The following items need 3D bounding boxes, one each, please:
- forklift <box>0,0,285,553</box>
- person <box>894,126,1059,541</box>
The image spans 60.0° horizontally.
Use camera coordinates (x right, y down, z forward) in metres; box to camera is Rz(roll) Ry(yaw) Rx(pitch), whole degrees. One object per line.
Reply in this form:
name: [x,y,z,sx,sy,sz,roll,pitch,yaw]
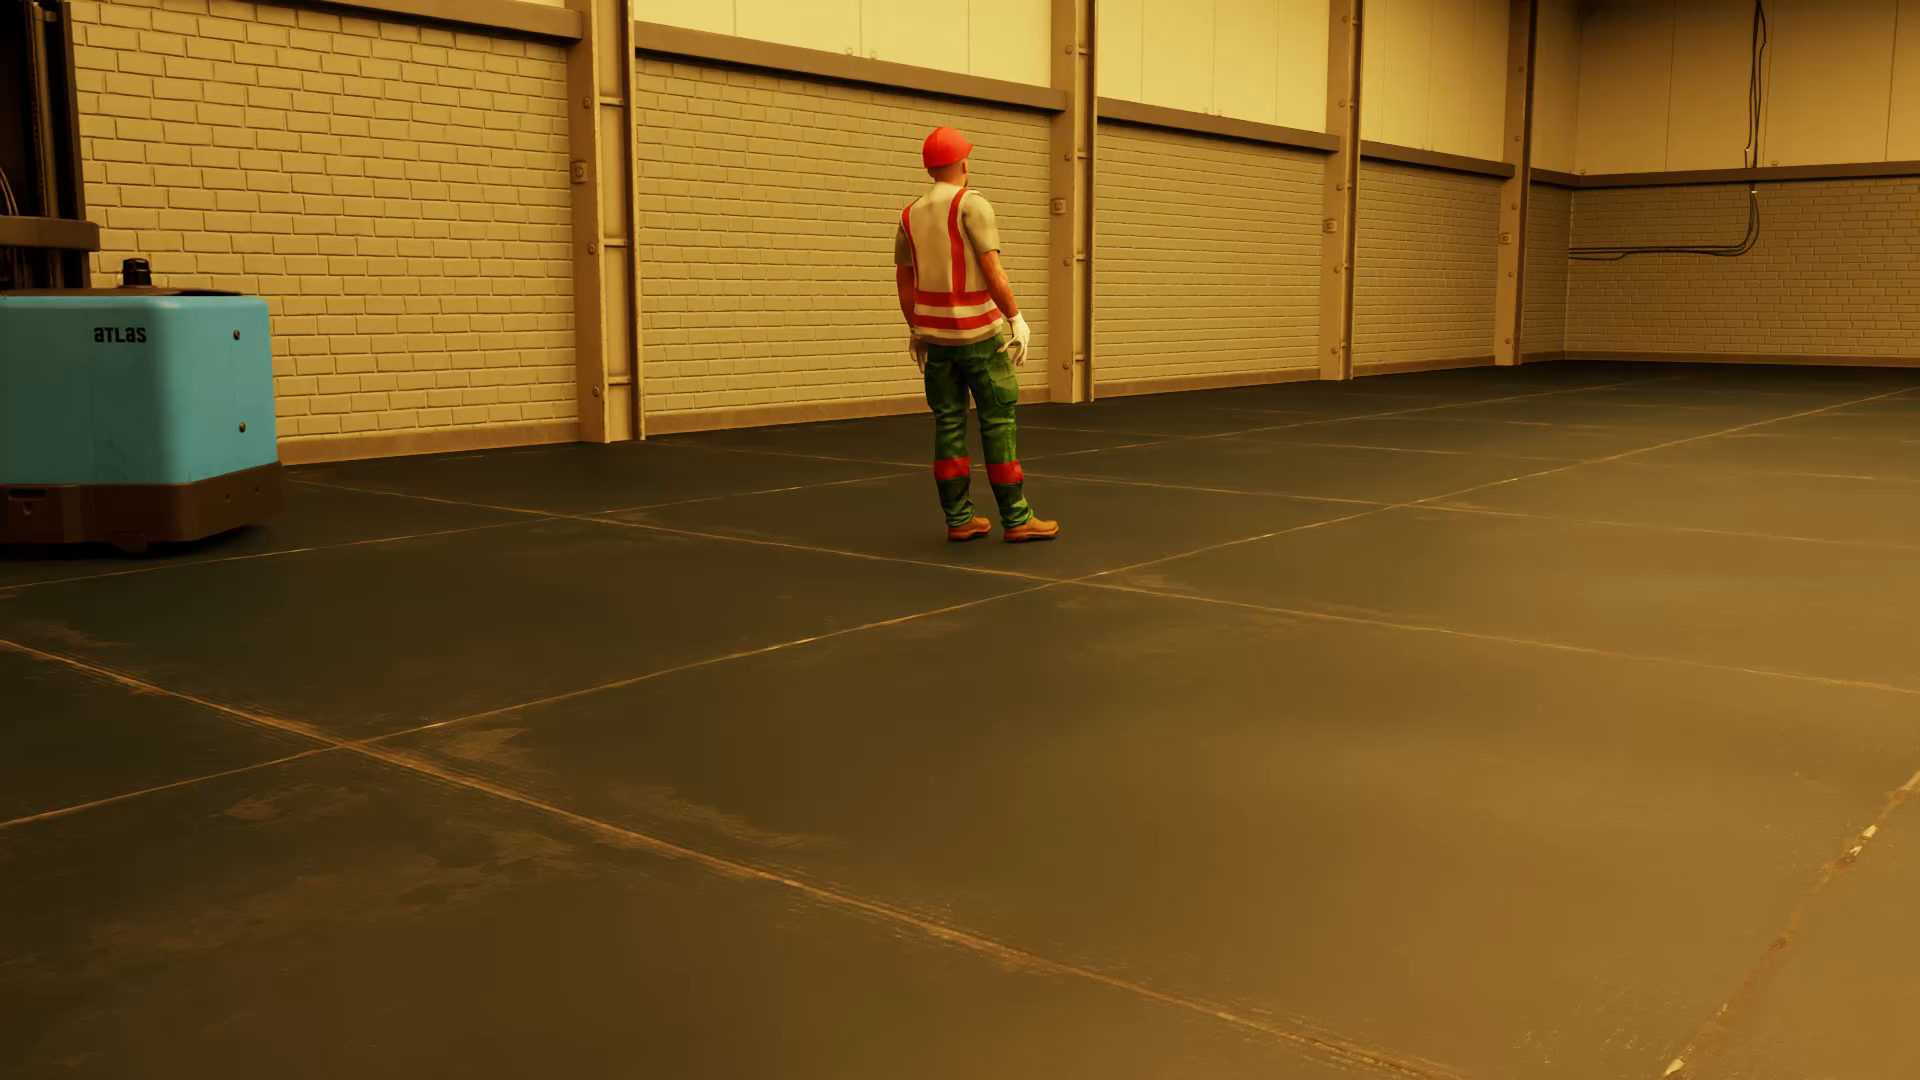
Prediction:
forklift: [-4.677,-1.444,7.153,3.031,2.935,1.130,0,8,0]
person: [0.060,-0.900,7.328,0.637,1.787,0.564,7,11,38]
